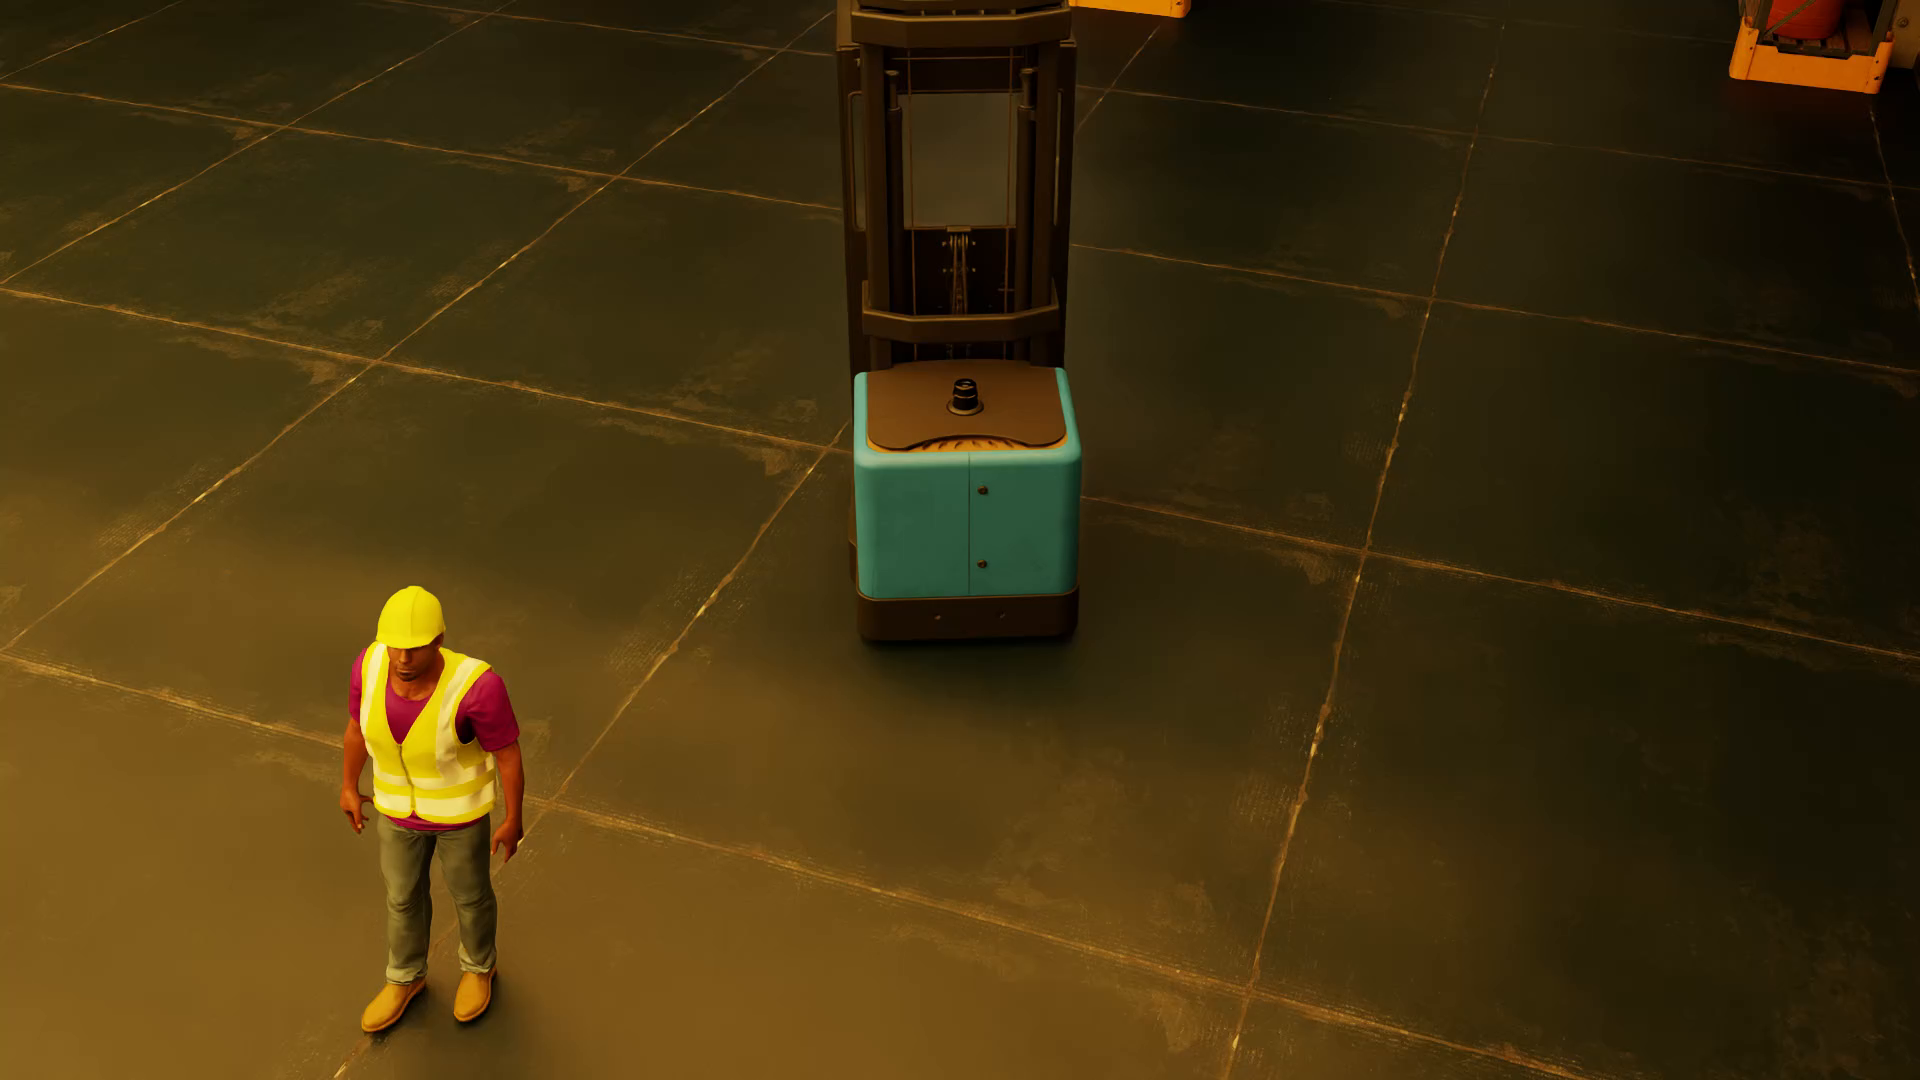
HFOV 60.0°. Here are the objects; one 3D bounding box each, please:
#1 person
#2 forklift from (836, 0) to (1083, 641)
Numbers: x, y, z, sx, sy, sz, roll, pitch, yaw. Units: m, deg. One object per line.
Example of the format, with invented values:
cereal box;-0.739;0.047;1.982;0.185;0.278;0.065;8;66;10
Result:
person;-1.844;0.963;5.748;0.665;1.769;0.574;6;36;9
forklift;-0.029;-1.547;8.293;1.130;2.935;3.031;-2;35;-2
